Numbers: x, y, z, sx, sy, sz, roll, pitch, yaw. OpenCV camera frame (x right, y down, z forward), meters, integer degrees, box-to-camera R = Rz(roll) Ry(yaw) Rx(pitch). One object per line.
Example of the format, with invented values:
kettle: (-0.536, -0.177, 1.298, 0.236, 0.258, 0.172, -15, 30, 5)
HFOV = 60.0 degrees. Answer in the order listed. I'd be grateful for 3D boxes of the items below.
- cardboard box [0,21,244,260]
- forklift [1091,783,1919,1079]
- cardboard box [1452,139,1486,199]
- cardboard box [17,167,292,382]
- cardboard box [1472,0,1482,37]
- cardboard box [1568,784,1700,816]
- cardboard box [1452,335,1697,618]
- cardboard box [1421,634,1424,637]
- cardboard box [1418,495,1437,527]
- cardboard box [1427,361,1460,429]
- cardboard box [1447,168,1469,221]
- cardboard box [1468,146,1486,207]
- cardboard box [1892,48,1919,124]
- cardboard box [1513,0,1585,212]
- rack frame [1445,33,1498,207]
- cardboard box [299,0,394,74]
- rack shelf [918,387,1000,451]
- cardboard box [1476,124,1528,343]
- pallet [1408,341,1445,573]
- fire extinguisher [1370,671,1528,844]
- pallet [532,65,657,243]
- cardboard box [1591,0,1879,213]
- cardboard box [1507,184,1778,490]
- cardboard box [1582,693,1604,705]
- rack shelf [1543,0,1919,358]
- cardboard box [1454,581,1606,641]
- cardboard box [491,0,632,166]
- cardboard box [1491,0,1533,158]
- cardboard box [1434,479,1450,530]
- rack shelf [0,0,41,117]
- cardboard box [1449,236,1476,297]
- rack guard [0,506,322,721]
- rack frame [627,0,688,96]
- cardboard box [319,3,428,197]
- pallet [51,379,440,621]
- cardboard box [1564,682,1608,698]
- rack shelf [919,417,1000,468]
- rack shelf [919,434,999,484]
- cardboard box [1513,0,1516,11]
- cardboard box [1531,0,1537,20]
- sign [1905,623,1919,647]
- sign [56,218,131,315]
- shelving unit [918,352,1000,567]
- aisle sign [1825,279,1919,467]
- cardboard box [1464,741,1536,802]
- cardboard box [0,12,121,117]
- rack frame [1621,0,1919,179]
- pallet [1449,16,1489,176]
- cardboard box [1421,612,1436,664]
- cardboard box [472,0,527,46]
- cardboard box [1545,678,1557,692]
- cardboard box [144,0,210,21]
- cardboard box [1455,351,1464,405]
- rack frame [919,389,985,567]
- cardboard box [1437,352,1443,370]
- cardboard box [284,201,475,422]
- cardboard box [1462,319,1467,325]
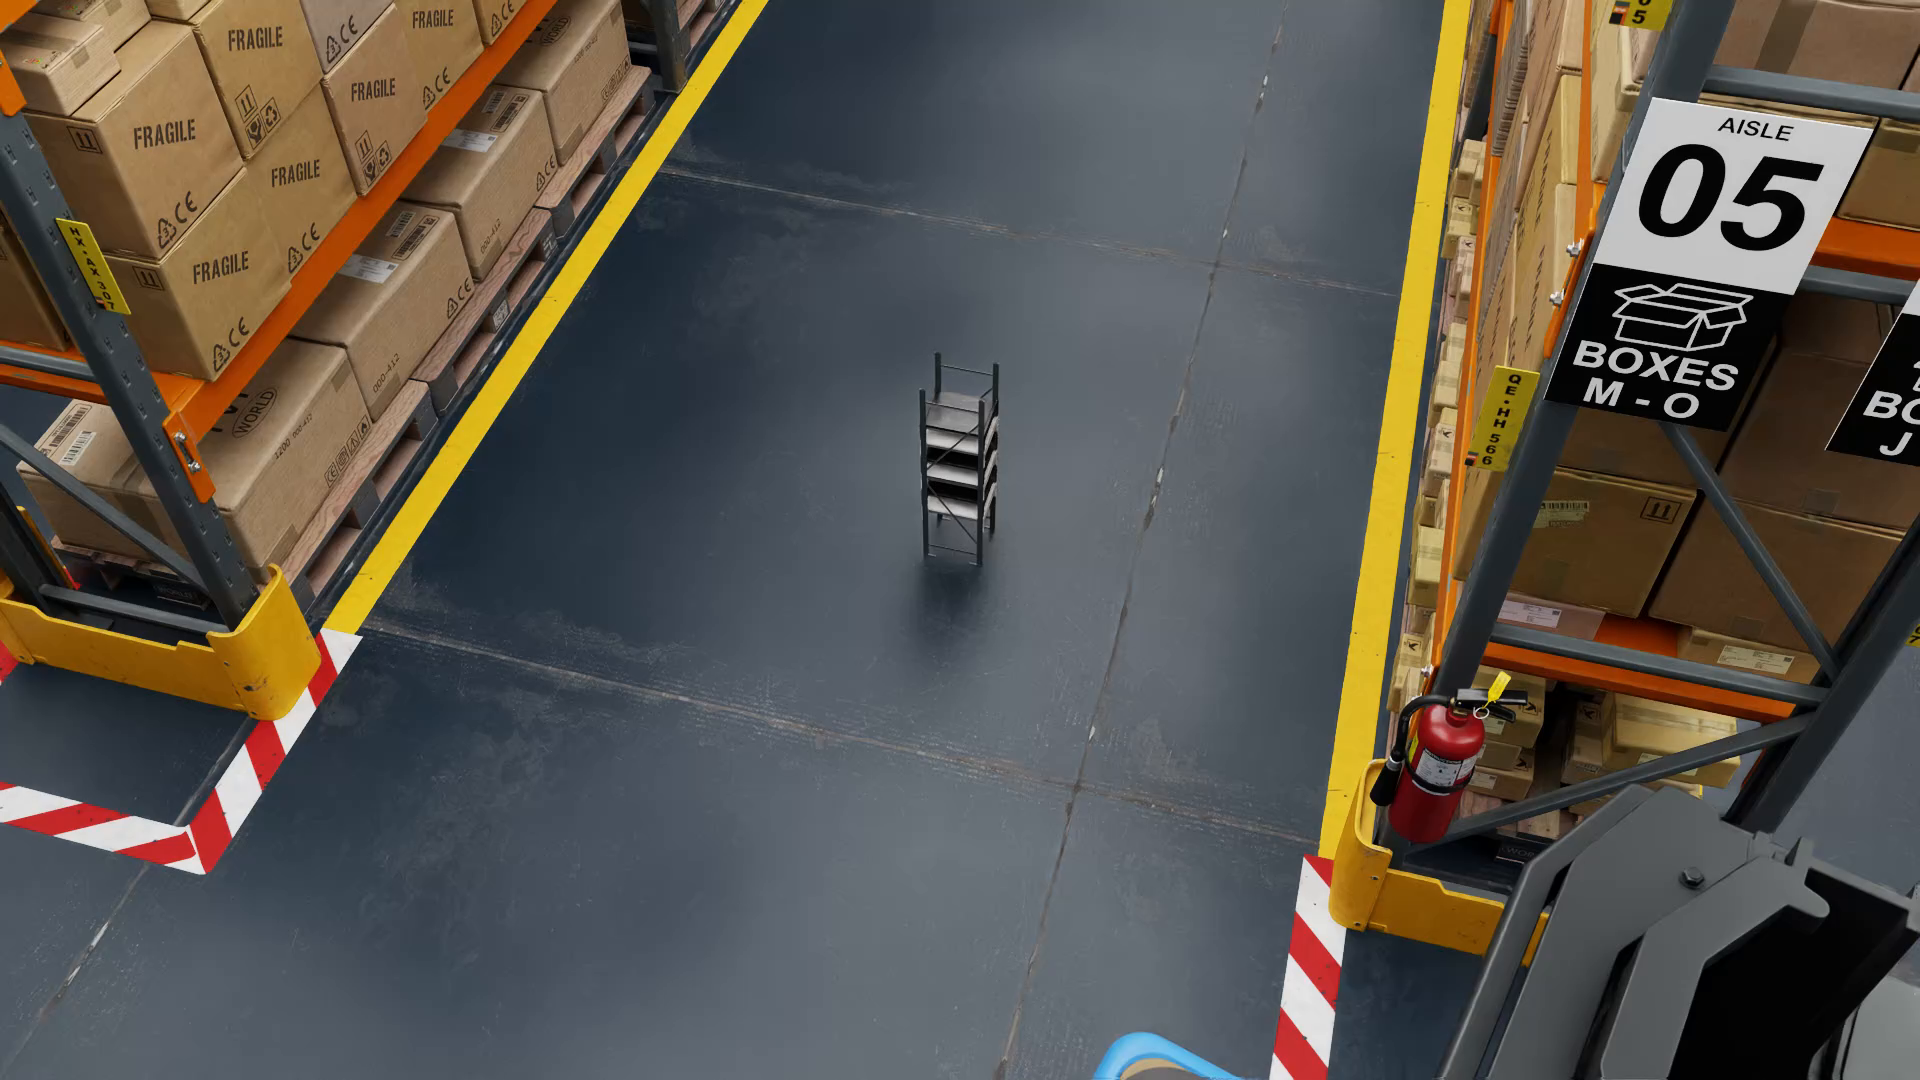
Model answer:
cardboard box: (-2.591, -1.230, 5.020, 0.500, 0.500, 0.500, 11, 49, 9)
forklift: (1.454, 1.829, 3.100, 3.031, 2.935, 1.130, 24, 53, 20)
cardboard box: (2.459, -1.659, 7.555, 0.380, 0.149, 0.250, 14, 50, 12)
cardboard box: (-2.589, -0.898, 5.394, 0.500, 0.500, 0.500, 11, 50, 10)
cardboard box: (2.950, -2.832, 8.555, 0.500, 0.500, 0.500, 11, 49, 9)
cardboard box: (2.257, 0.818, 5.568, 0.380, 0.149, 0.250, 12, 50, 11)
cardboard box: (1.680, -0.178, 4.560, 0.500, 0.500, 0.500, 12, 50, 11)
cardboard box: (1.870, 0.332, 5.997, 0.380, 0.149, 0.250, 11, 50, 10)
cardboard box: (1.932, -0.156, 6.229, 0.380, 0.149, 0.250, 12, 50, 11)
cardboard box: (2.064, -0.543, 6.570, 0.380, 0.149, 0.250, 12, 50, 10)
cardboard box: (2.457, -1.560, 7.666, 0.380, 0.149, 0.250, 10, 49, 8)
cardboard box: (2.443, -1.561, 7.270, 0.380, 0.149, 0.250, 14, 50, 12)
cardboard box: (2.179, -1.053, 3.363, 0.500, 0.250, 0.500, 12, 50, 11)
cardboard box: (1.952, -1.258, 4.846, 0.500, 0.500, 0.500, 14, 50, 12)
rack frame: (2.863, -2.564, 6.931, 1.000, 3.000, 0.127, 12, 50, 10)
cardboard box: (-2.334, -1.978, 5.681, 0.500, 0.500, 0.500, 11, 50, 10)
rack shelf: (-0.002, -0.449, 6.149, 0.258, 0.077, 0.200, 12, 50, 10)
cardboard box: (1.945, -0.918, 5.214, 0.500, 0.500, 0.500, 12, 50, 10)
pallet: (2.401, -0.263, 6.761, 1.003, 0.211, 1.213, 12, 50, 10)
fire extinguisher: (1.298, 0.569, 4.466, 0.296, 0.674, 0.183, 12, 50, 10)
pallet: (-2.215, -2.011, 8.303, 1.003, 0.211, 1.213, 12, 50, 10)
cardboard box: (1.674, -0.995, 3.646, 0.500, 0.250, 0.500, 11, 49, 9)
cardboard box: (1.690, -0.513, 4.189, 0.500, 0.500, 0.500, 11, 49, 9)
cardboard box: (2.322, 0.520, 5.632, 0.380, 0.149, 0.250, 11, 50, 10)
rack shelf: (2.336, -1.872, 4.800, 1.077, 0.370, 4.000, 12, 50, 10)
cardboard box: (1.623, 0.121, 4.729, 0.380, 0.149, 0.250, 12, 50, 10)
cardboard box: (-2.208, -2.326, 8.150, 0.875, 0.438, 0.875, 11, 49, 9)
cardboard box: (2.199, -1.671, 5.878, 0.500, 0.500, 0.500, 11, 49, 9)
cardboard box: (1.901, -0.054, 5.940, 0.380, 0.149, 0.250, 10, 49, 9)
rack shelf: (-2.466, -2.776, 5.597, 1.077, 0.370, 4.000, 12, 50, 10)
cardboard box: (2.372, -1.177, 7.329, 0.380, 0.149, 0.250, 11, 50, 10)
rack guard: (-2.999, 0.270, 6.097, 1.175, 0.500, 0.348, 12, 50, 10)
rack frame: (-1.939, -3.468, 7.729, 1.000, 3.000, 0.127, 12, 50, 10)
cardboard box: (-2.331, -1.634, 6.044, 0.500, 0.500, 0.500, 11, 50, 10)
pallet: (-2.857, -0.246, 6.745, 1.003, 0.211, 1.213, 12, 50, 10)
cardboard box: (2.232, 0.402, 5.538, 0.380, 0.149, 0.250, 12, 50, 11)
rack shelf: (-0.002, -0.389, 6.216, 0.258, 0.077, 0.200, 12, 50, 10)
rack shelf: (-0.002, -0.329, 6.284, 0.258, 0.077, 0.200, 12, 50, 10)
cardboard box: (2.489, -2.387, 6.510, 0.500, 0.500, 0.500, 11, 49, 9)
cardboard box: (2.225, -2.012, 5.512, 0.500, 0.500, 0.500, 12, 50, 11)
sign: (2.333, 0.150, 3.959, 0.100, 0.325, 0.005, 12, 50, 10)
sign: (-2.458, -0.773, 4.721, 0.100, 0.325, 0.005, 12, 50, 10)
shelving unit: (-0.002, -0.292, 6.326, 0.258, 0.900, 0.210, 12, 50, 10)
aisle sign: (2.080, -0.419, 3.304, 0.394, 0.787, 0.004, 12, 50, 10)
cardboard box: (1.747, 0.712, 5.661, 0.380, 0.149, 0.250, 12, 50, 11)
cardboard box: (-2.632, -1.355, 4.698, 0.380, 0.149, 0.250, 13, 50, 11)
rack frame: (1.810, -1.656, 2.128, 1.000, 3.000, 0.127, 12, 50, 10)
pallet: (3.066, -2.205, 8.474, 1.003, 0.211, 1.213, 12, 50, 10)
cardboard box: (1.794, 0.419, 5.722, 0.380, 0.149, 0.250, 11, 49, 9)
cardboard box: (-2.063, -2.375, 6.698, 0.500, 0.500, 0.500, 11, 49, 9)
cardboard box: (1.826, 0.333, 5.599, 0.380, 0.149, 0.250, 12, 50, 11)
cardboard box: (-2.452, -1.724, 5.024, 0.380, 0.149, 0.250, 13, 50, 11)
cardboard box: (2.136, -0.623, 6.443, 0.380, 0.149, 0.250, 12, 50, 10)
rack frame: (-0.029, -0.218, 6.261, 0.240, 0.900, 0.006, 12, 50, 10)
cardboard box: (2.155, -0.613, 6.831, 0.380, 0.149, 0.250, 10, 49, 9)
cardboard box: (-2.682, -1.026, 7.003, 0.875, 0.438, 0.875, 13, 50, 11)
cardboard box: (2.280, -0.886, 6.873, 0.380, 0.149, 0.250, 14, 50, 12)
